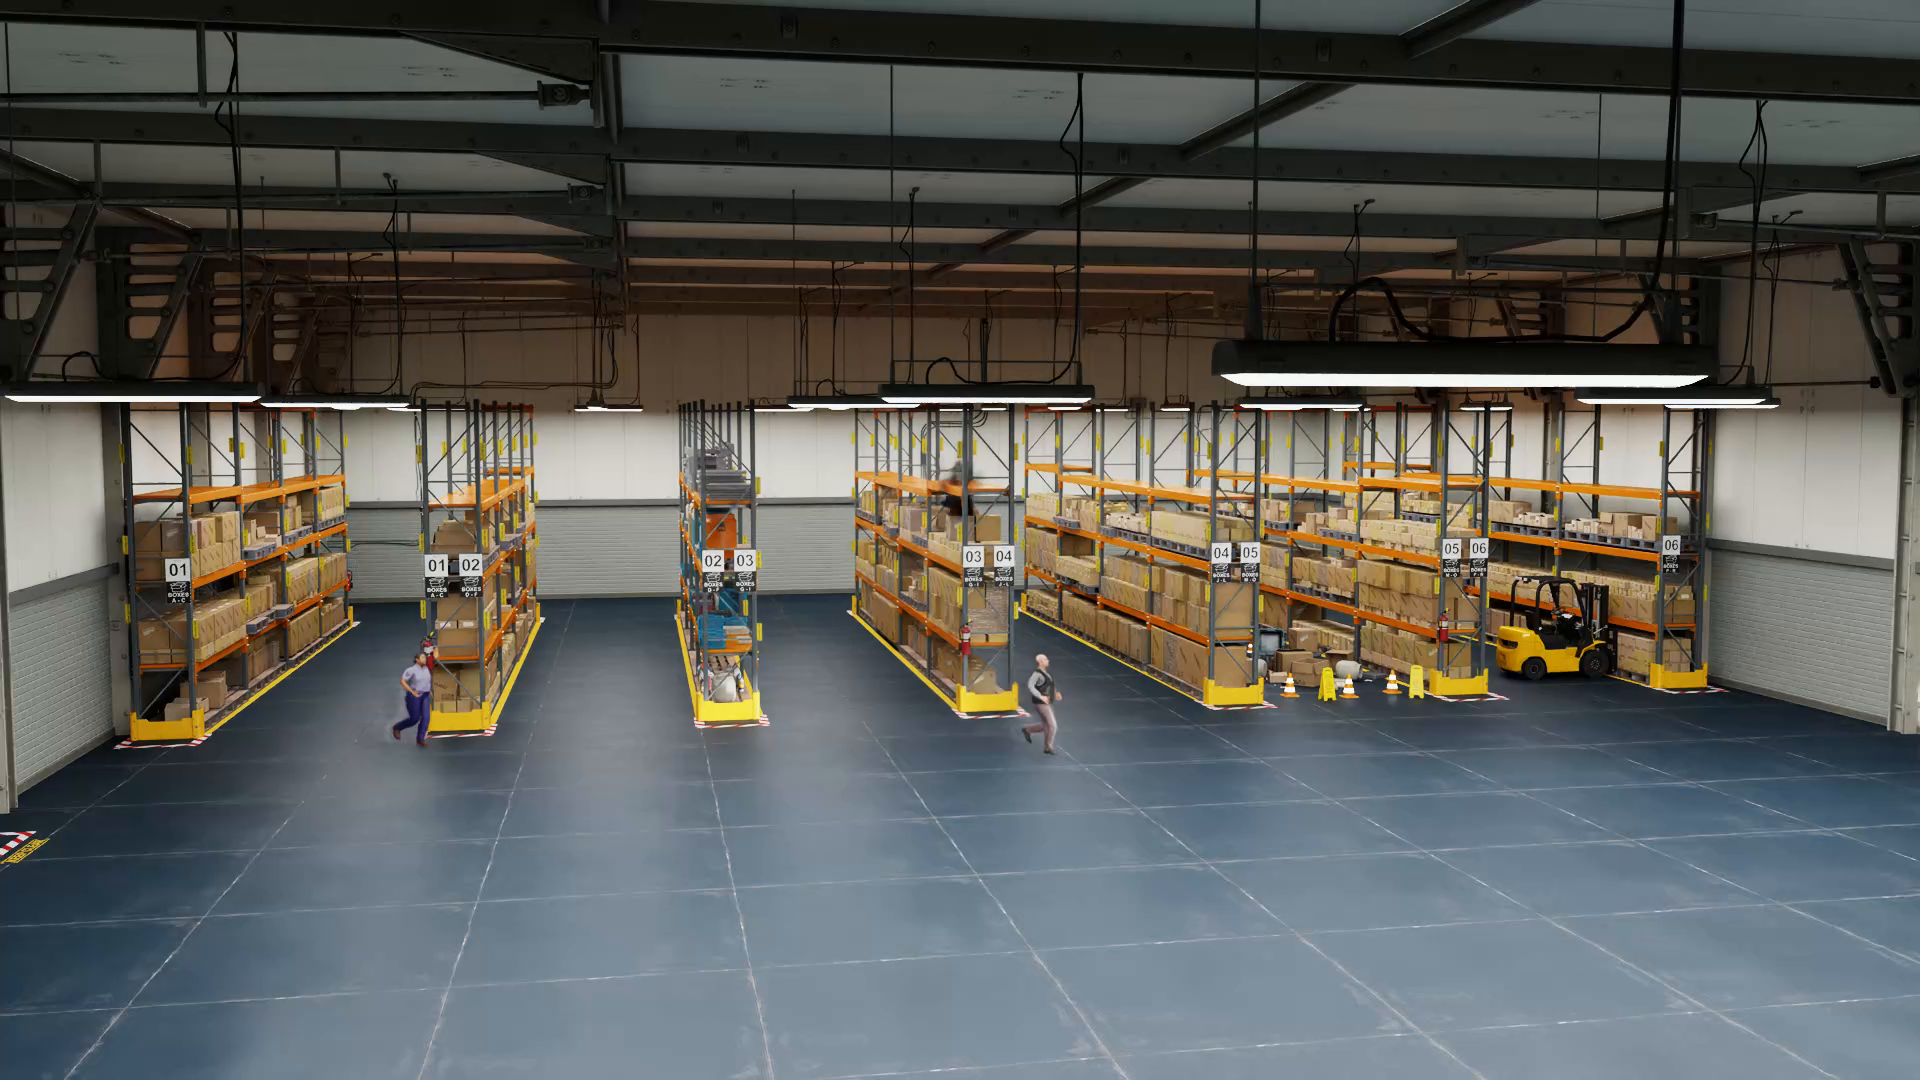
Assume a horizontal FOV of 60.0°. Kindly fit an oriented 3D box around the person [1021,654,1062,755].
[{"bbox_3d":[1.355,2.774,28.085,0.722,1.698,0.661,2,5,20],"label":"person"}]

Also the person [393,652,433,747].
[{"bbox_3d":[-9.407,2.750,28.916,0.768,1.593,0.665,2,5,28],"label":"person"}]
